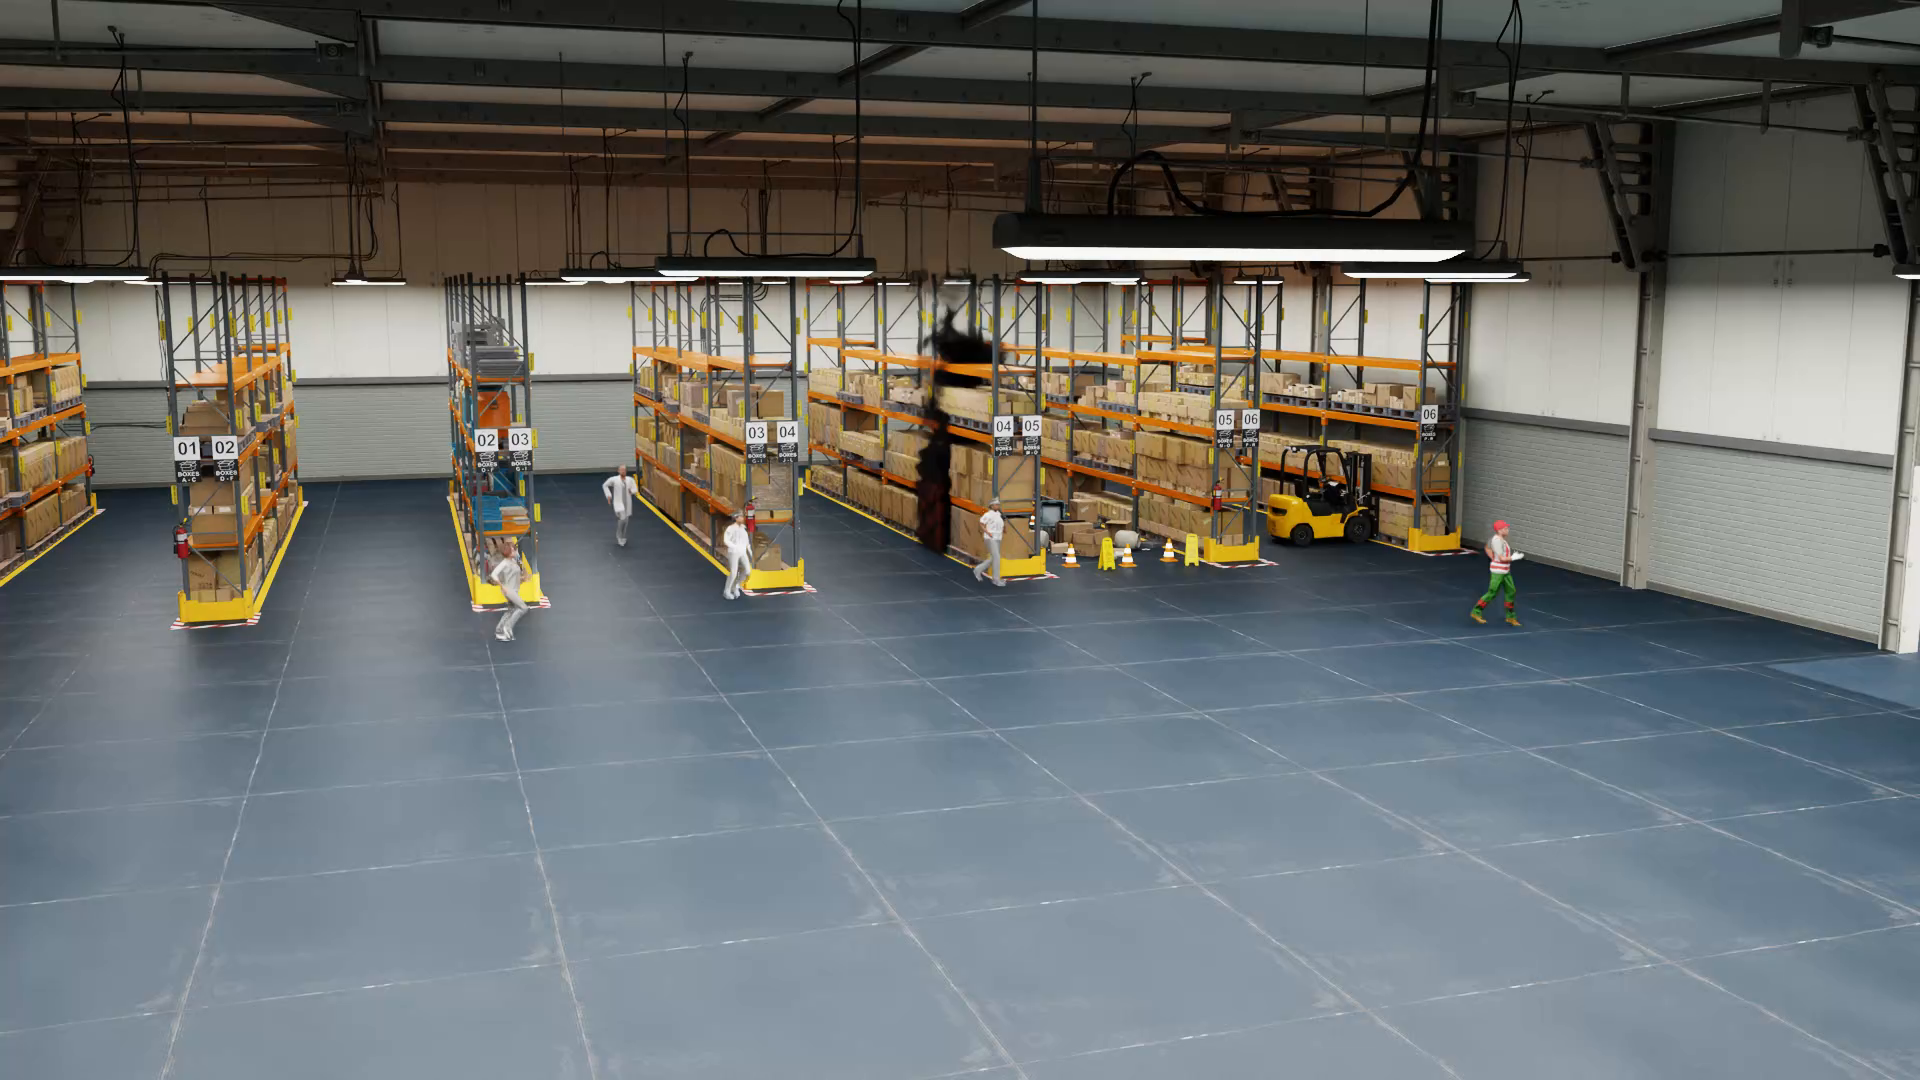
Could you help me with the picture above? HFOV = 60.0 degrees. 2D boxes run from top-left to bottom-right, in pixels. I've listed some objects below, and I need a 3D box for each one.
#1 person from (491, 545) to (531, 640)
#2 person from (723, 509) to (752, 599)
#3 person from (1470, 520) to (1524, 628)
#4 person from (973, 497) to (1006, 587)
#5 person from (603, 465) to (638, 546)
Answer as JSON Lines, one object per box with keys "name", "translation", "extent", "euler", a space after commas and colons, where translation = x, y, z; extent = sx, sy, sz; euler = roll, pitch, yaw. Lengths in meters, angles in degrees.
{"name": "person", "translation": [-7.301, 0.854, 27.104], "extent": [0.635, 1.563, 0.509], "euler": [0, 9, 0]}
{"name": "person", "translation": [-4.098, 0.256, 30.908], "extent": [0.540, 1.651, 0.688], "euler": [7, 11, 40]}
{"name": "person", "translation": [9.151, 0.574, 28.250], "extent": [0.855, 1.834, 0.654], "euler": [4, 10, 25]}
{"name": "person", "translation": [0.627, 0.019, 32.187], "extent": [0.763, 1.695, 0.677], "euler": [5, 10, 30]}
{"name": "person", "translation": [-7.564, -0.769, 37.313], "extent": [0.685, 1.814, 0.742], "euler": [-6, 10, -35]}
